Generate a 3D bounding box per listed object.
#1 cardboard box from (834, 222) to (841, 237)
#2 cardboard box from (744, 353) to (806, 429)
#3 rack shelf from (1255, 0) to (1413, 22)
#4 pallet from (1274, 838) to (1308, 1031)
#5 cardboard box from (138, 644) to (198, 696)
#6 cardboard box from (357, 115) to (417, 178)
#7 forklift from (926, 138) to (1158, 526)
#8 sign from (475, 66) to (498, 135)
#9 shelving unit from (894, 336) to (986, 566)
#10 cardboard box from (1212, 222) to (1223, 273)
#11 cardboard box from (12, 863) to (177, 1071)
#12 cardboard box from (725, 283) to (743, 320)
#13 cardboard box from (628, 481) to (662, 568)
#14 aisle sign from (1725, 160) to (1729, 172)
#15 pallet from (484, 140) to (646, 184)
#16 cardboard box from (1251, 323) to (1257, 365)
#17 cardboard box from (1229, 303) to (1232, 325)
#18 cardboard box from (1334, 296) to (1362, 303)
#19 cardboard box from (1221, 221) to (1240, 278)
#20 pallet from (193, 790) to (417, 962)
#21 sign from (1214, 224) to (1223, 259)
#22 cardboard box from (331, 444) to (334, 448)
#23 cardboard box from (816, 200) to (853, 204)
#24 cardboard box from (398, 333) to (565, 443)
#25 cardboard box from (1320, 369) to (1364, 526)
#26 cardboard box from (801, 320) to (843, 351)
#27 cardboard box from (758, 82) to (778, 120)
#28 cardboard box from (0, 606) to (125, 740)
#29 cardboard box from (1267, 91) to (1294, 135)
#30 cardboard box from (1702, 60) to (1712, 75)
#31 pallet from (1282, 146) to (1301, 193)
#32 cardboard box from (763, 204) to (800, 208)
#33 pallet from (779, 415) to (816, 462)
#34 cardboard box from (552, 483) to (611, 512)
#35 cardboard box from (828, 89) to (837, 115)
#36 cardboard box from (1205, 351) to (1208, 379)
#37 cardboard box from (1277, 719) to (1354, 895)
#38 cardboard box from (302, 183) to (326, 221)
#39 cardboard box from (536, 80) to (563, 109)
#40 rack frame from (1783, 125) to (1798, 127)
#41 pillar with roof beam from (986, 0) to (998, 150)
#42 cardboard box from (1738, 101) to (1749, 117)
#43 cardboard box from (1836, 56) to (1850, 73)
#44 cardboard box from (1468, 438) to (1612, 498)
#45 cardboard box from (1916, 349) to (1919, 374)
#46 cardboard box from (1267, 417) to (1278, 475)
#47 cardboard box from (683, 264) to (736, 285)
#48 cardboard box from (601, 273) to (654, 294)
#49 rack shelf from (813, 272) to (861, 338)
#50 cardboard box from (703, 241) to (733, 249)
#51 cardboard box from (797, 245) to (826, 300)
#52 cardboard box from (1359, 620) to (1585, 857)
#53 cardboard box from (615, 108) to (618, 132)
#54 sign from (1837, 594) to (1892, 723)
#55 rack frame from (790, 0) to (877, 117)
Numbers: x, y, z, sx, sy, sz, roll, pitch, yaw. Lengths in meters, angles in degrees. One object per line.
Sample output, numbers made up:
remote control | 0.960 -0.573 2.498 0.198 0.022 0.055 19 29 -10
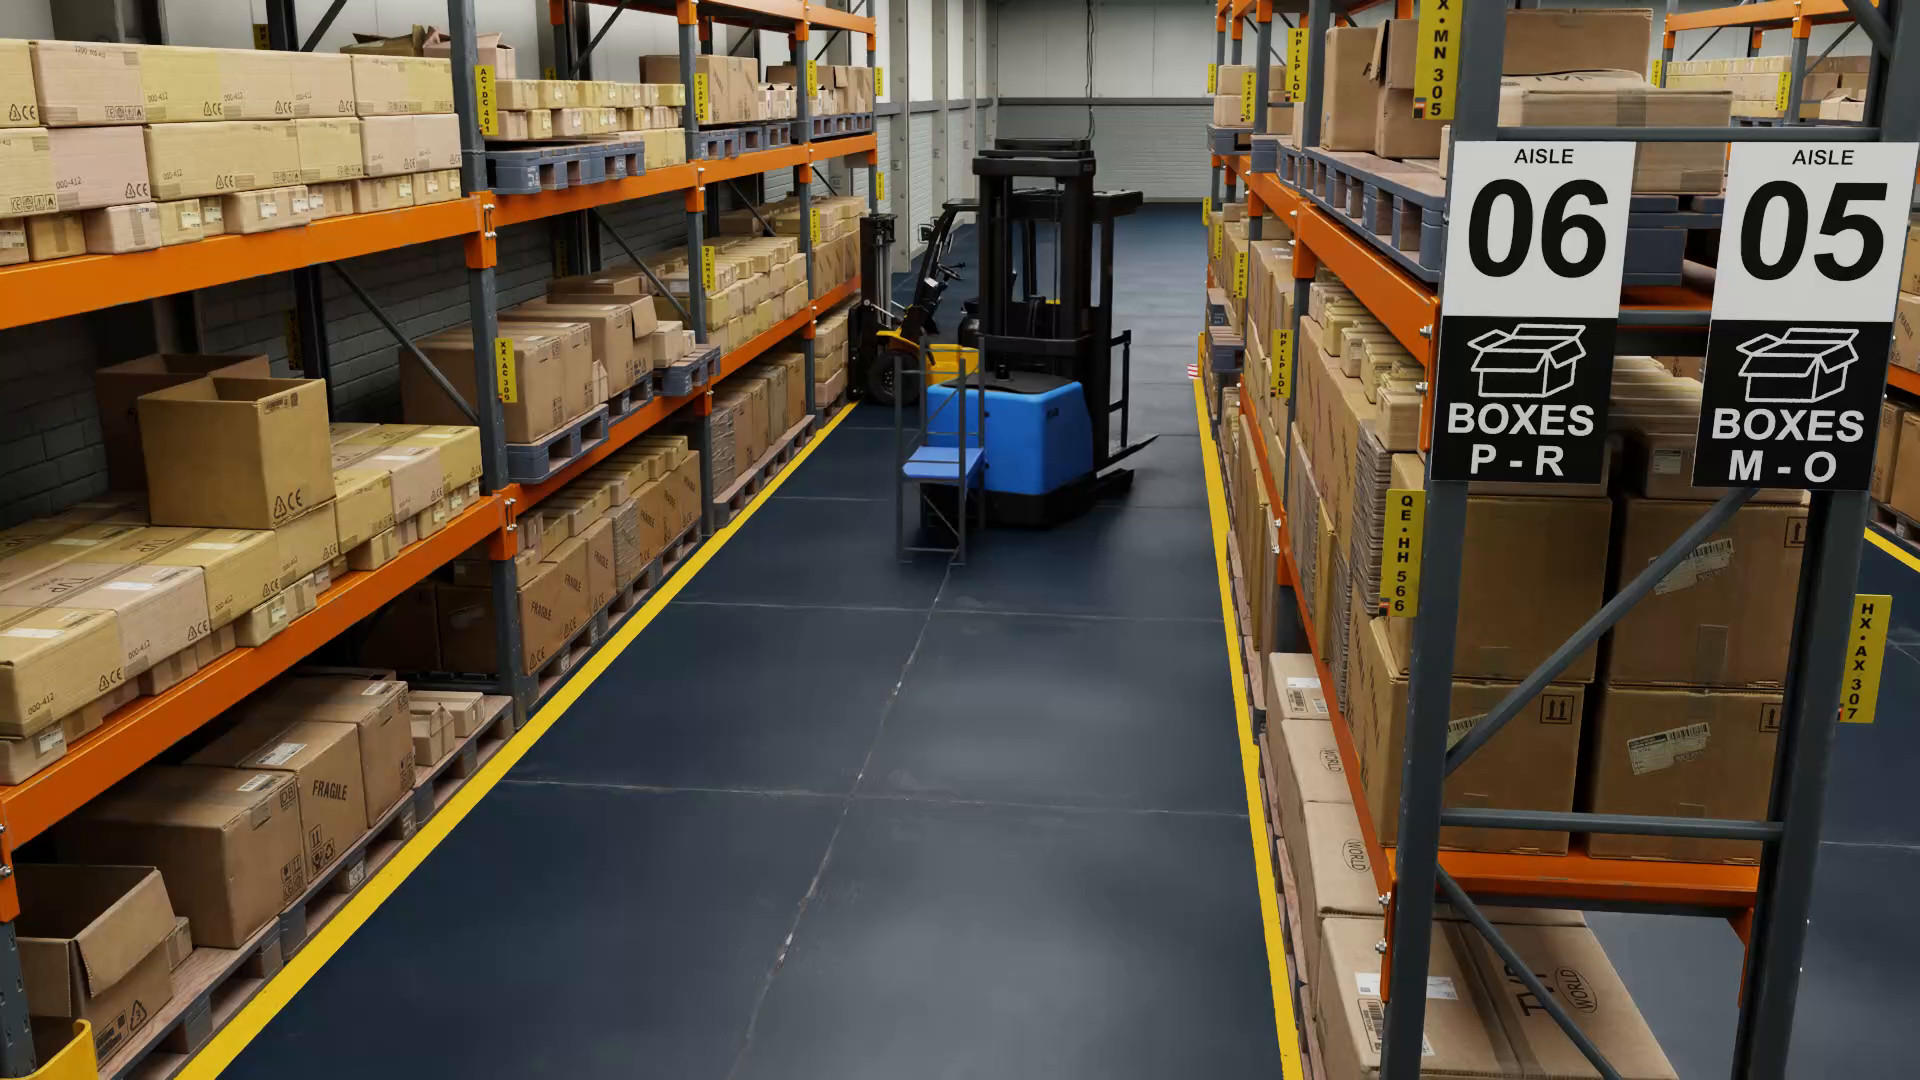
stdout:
cardboard box | -1.473 -3.297 17.676 0.380 0.149 0.250 1 15 4
cardboard box | -1.991 -1.451 16.025 0.875 0.625 0.625 2 15 9
rack shelf | 2.312 -3.184 9.342 1.077 0.370 4.000 2 15 6
pallet | 1.787 1.549 6.531 1.003 0.211 1.213 2 15 6
cardboard box | -2.921 0.426 5.820 0.380 0.149 0.250 2 15 8
cardboard box | -2.700 -1.707 7.198 0.500 0.250 0.500 1 15 4
forklift | 0.842 -1.861 13.930 1.130 2.935 3.031 8 17 26
sign | -2.306 -2.139 8.087 0.100 0.325 0.005 2 15 6
shelving unit | -0.135 -0.683 12.316 0.538 1.500 1.048 2 15 8
cardboard box | 2.950 -3.101 17.620 0.500 0.500 0.500 1 15 5
cardboard box | -3.135 1.429 5.609 0.797 0.503 0.637 1 15 4
cardboard box | -2.045 -1.899 13.268 0.500 0.250 0.500 2 15 8
cardboard box | -2.352 -0.107 11.296 0.500 0.500 0.500 2 15 9
aisle sign | 8.676 -4.567 18.825 0.394 0.787 0.004 2 15 6
pallet | -2.589 -2.248 9.844 1.213 0.211 1.003 2 15 6
cardboard box | 2.175 -1.258 10.897 0.500 0.250 0.500 2 15 8
cardboard box | 2.336 -1.796 13.233 0.380 0.149 0.250 2 15 7
cardboard box | 1.793 -0.945 7.061 0.380 0.149 0.250 2 15 6
cardboard box | 2.651 -2.666 15.209 0.500 0.500 0.500 2 15 8
pallet | -3.060 1.387 7.130 1.003 0.211 1.213 2 15 6
sign | 2.449 -2.817 15.673 0.100 0.325 0.005 2 15 6
cardboard box | -3.220 -0.275 7.652 0.500 0.250 0.500 2 15 6
cardboard box | -1.425 -3.777 18.881 0.380 0.149 0.250 2 15 7
cardboard box | -2.570 -0.825 8.970 0.700 0.500 0.500 2 15 8
cardboard box | 1.600 -0.330 6.030 0.500 0.500 0.500 2 15 6
cardboard box | -1.510 -2.136 17.364 0.500 0.250 0.500 2 15 6
cardboard box | -1.870 -3.792 14.367 0.500 0.311 0.500 1 15 4
cardboard box | -2.979 0.402 5.148 0.500 0.250 0.500 2 15 7
cardboard box | 2.654 -3.089 12.401 0.700 0.500 0.500 2 15 6
cardboard box | 7.871 -4.858 17.094 0.380 0.149 0.250 2 15 6
pallet | 2.140 -1.905 8.579 0.805 0.209 1.217 1 15 4
cardboard box | -1.945 -3.591 18.192 0.380 0.149 0.250 2 15 7
pallet | -1.988 -0.992 15.925 1.003 0.211 1.213 2 15 6
cardboard box | -2.455 -0.261 10.621 0.380 0.149 0.250 2 15 6
cardboard box | -1.474 -4.540 17.220 0.396 0.266 0.258 1 15 5
cardboard box | 3.009 -1.964 18.643 0.500 0.250 0.500 2 15 8
cardboard box | 1.808 1.116 6.891 0.875 0.438 0.875 1 15 5
cardboard box | -2.777 -1.349 6.641 0.380 0.149 0.250 2 15 7
cardboard box | -2.347 -2.377 8.874 0.380 0.149 0.250 1 15 5
rack frame | 7.919 -2.265 15.292 1.000 3.000 0.127 2 15 6
pillar with roof beam | 5.196 -13.963 47.062 9.100 9.000 0.400 2 15 6
cardboard box | 7.727 -4.145 15.985 0.380 0.149 0.250 2 15 6
cardboard box | 8.325 -4.378 15.319 0.380 0.149 0.250 2 15 6
cardboard box | 1.476 -0.215 4.362 0.380 0.149 0.250 2 15 7
cardboard box | 7.251 -1.401 11.904 0.500 0.500 0.500 2 15 6
cardboard box | 1.945 -0.493 9.027 0.500 0.250 0.500 1 15 5
cardboard box | -2.017 -2.133 13.368 0.380 0.149 0.250 2 15 7
cardboard box | -2.559 -1.944 12.671 0.380 0.149 0.250 2 15 8
rack shelf | -1.718 -2.701 18.284 1.077 0.370 4.000 2 15 6
cardboard box | -2.308 -2.674 15.369 0.380 0.149 0.250 2 15 6
cardboard box | -1.634 -2.686 16.656 0.500 0.500 0.500 1 15 5
cardboard box | 1.426 0.547 4.703 0.500 0.500 0.500 2 15 7
cardboard box | -2.367 -2.629 10.413 0.380 0.149 0.250 2 15 8
sign | 2.185 0.289 4.035 0.100 0.325 0.005 2 15 6
rack frame | -1.492 -6.463 19.325 1.000 3.000 0.127 2 15 6
